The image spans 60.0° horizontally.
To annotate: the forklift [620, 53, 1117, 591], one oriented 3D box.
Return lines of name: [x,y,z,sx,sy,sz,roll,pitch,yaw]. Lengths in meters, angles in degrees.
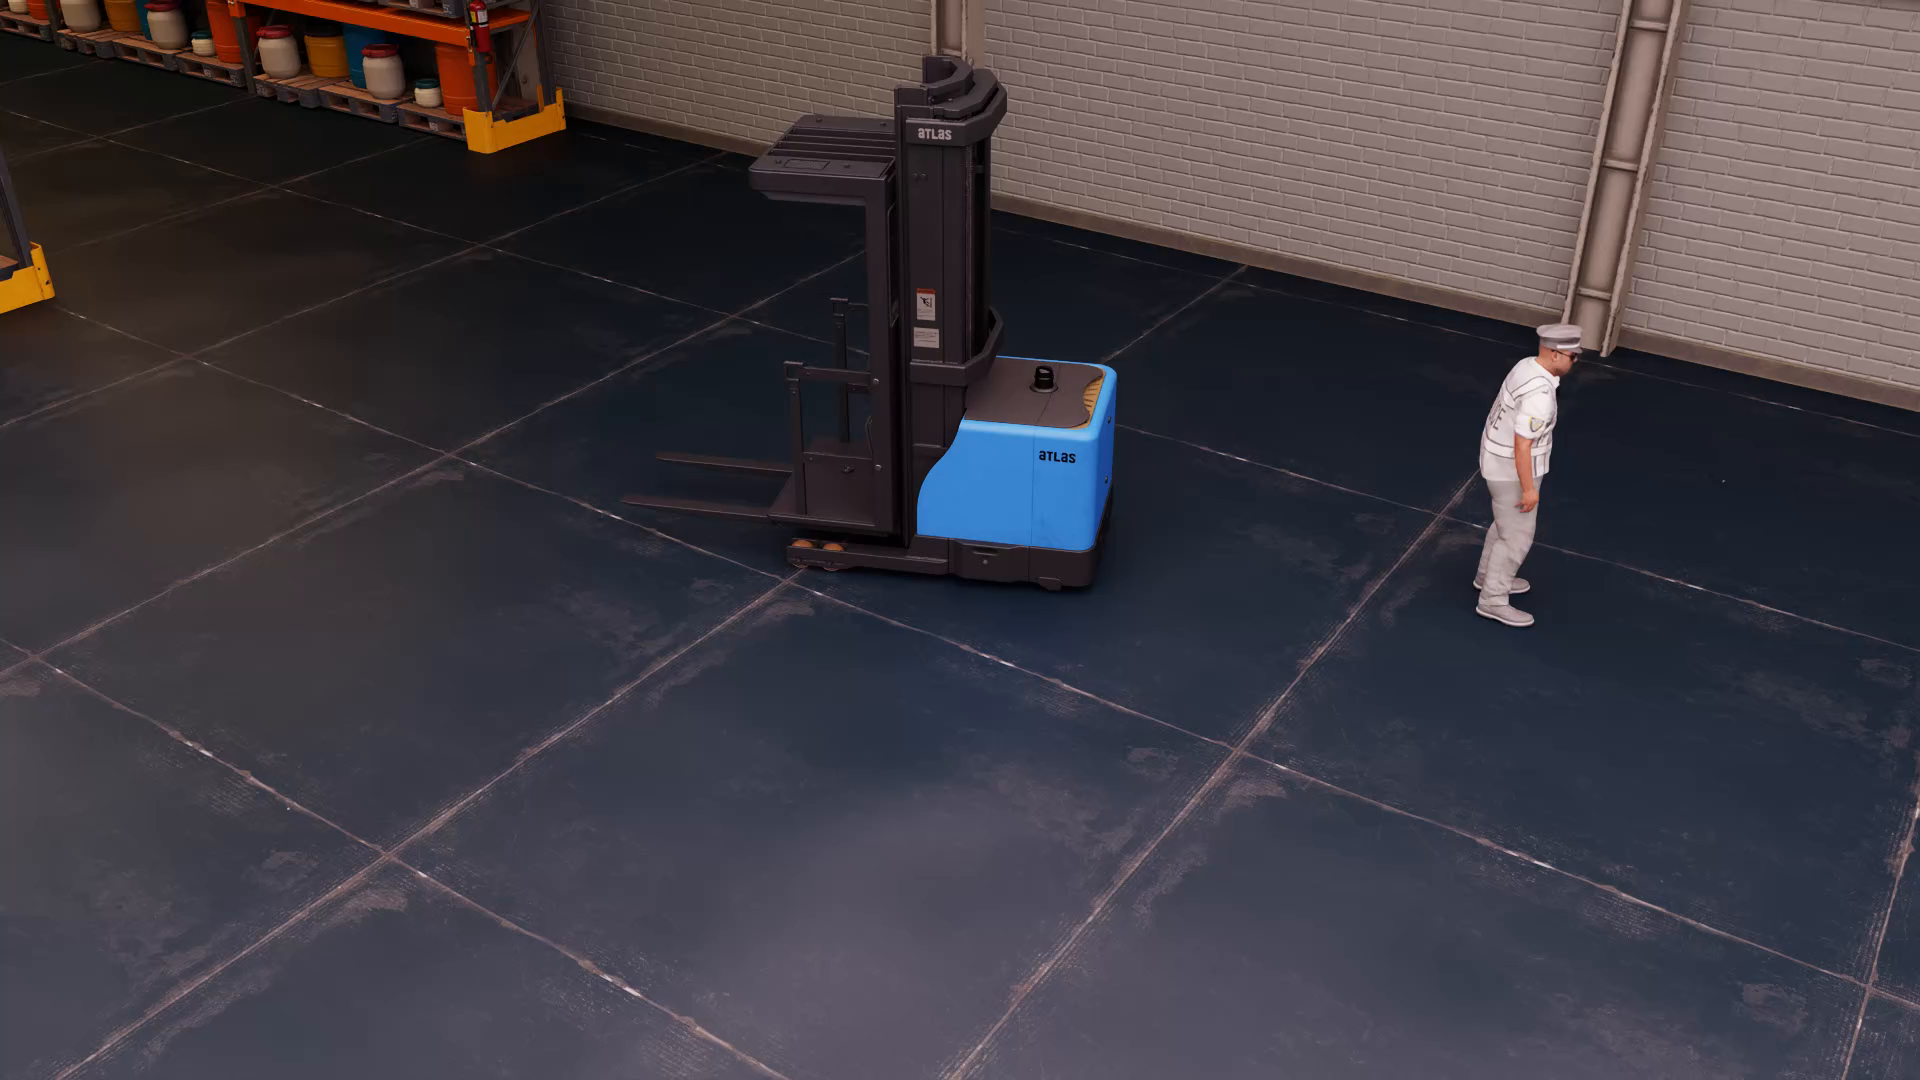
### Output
forklift: [-0.596,-1.330,9.871,3.031,2.935,1.130,6,31,10]

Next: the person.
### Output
person: [3.173,-0.404,9.452,0.433,1.748,0.587,7,31,12]
